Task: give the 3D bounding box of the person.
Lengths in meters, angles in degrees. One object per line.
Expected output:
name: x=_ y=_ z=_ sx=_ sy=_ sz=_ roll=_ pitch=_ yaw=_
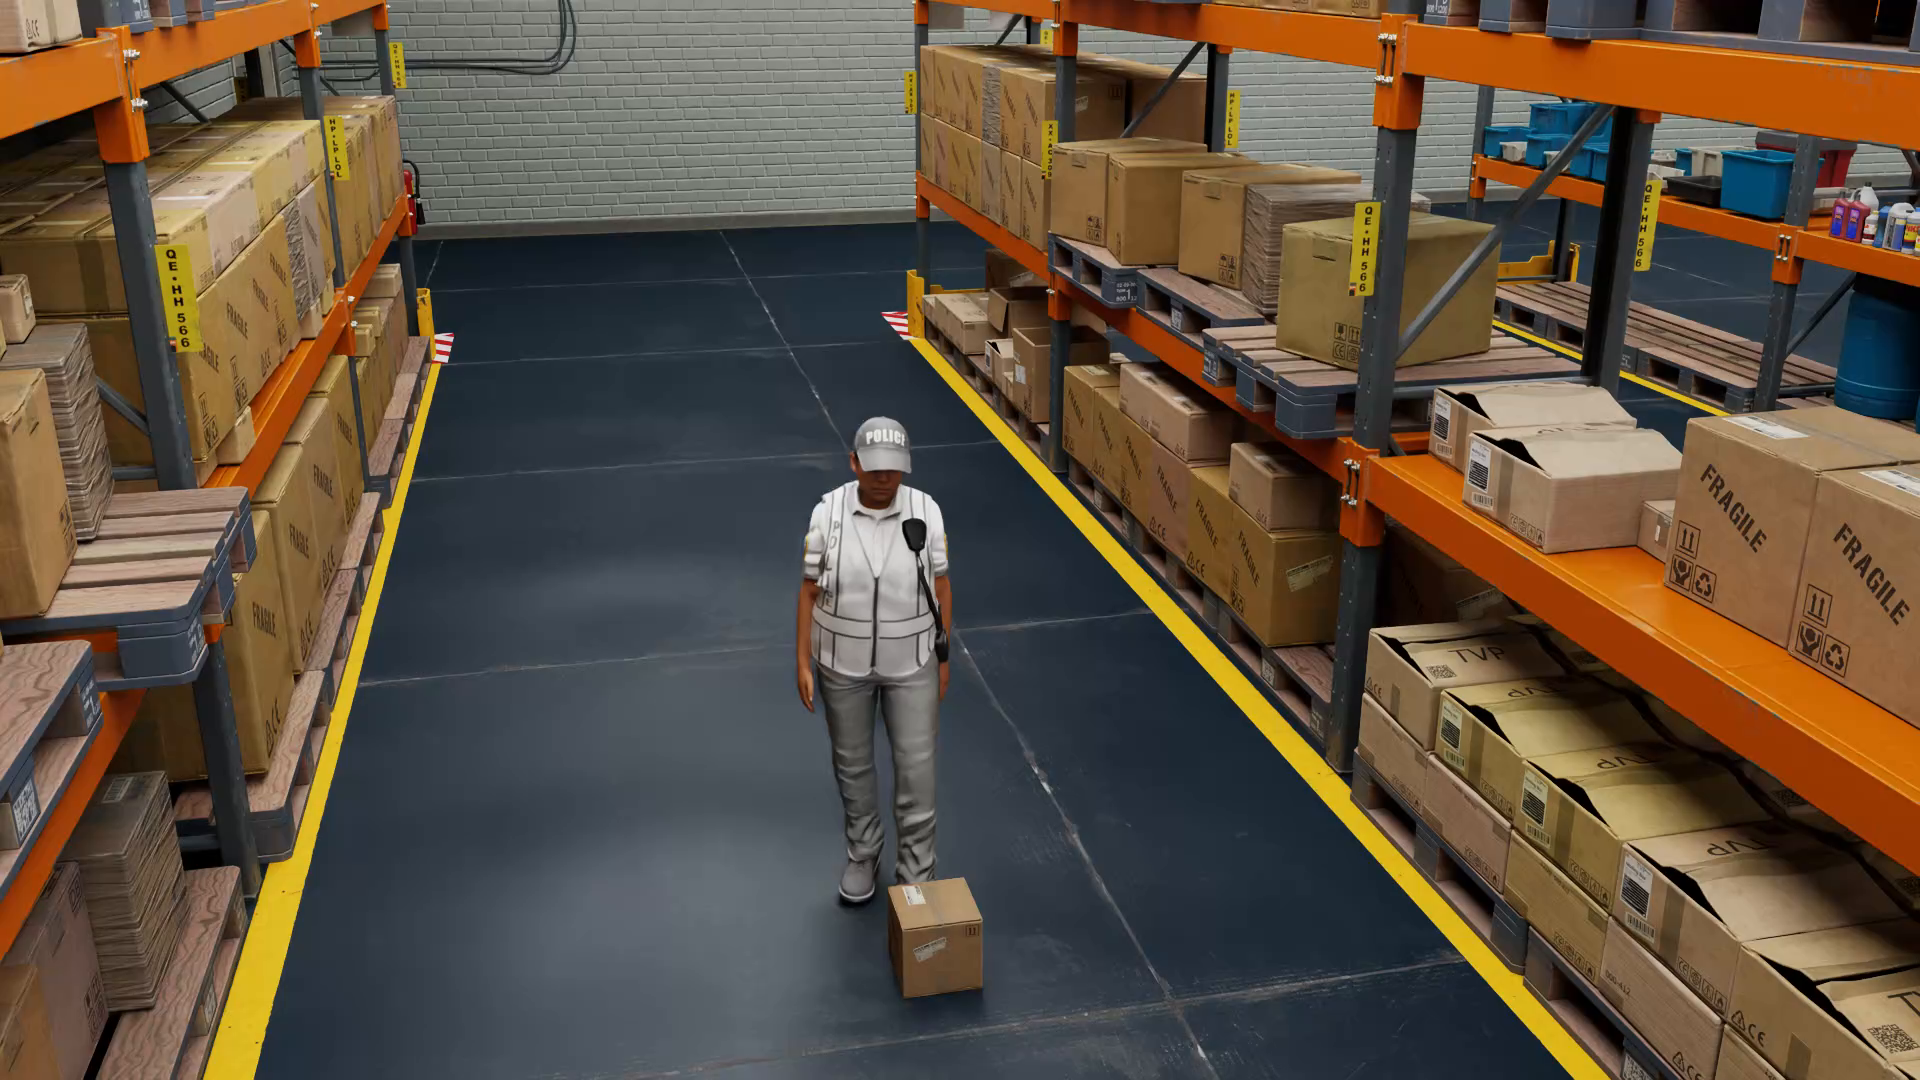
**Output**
person: x=-0.279 y=0.441 z=5.348 sx=0.502 sy=1.687 sz=0.539 roll=0 pitch=20 yaw=0
